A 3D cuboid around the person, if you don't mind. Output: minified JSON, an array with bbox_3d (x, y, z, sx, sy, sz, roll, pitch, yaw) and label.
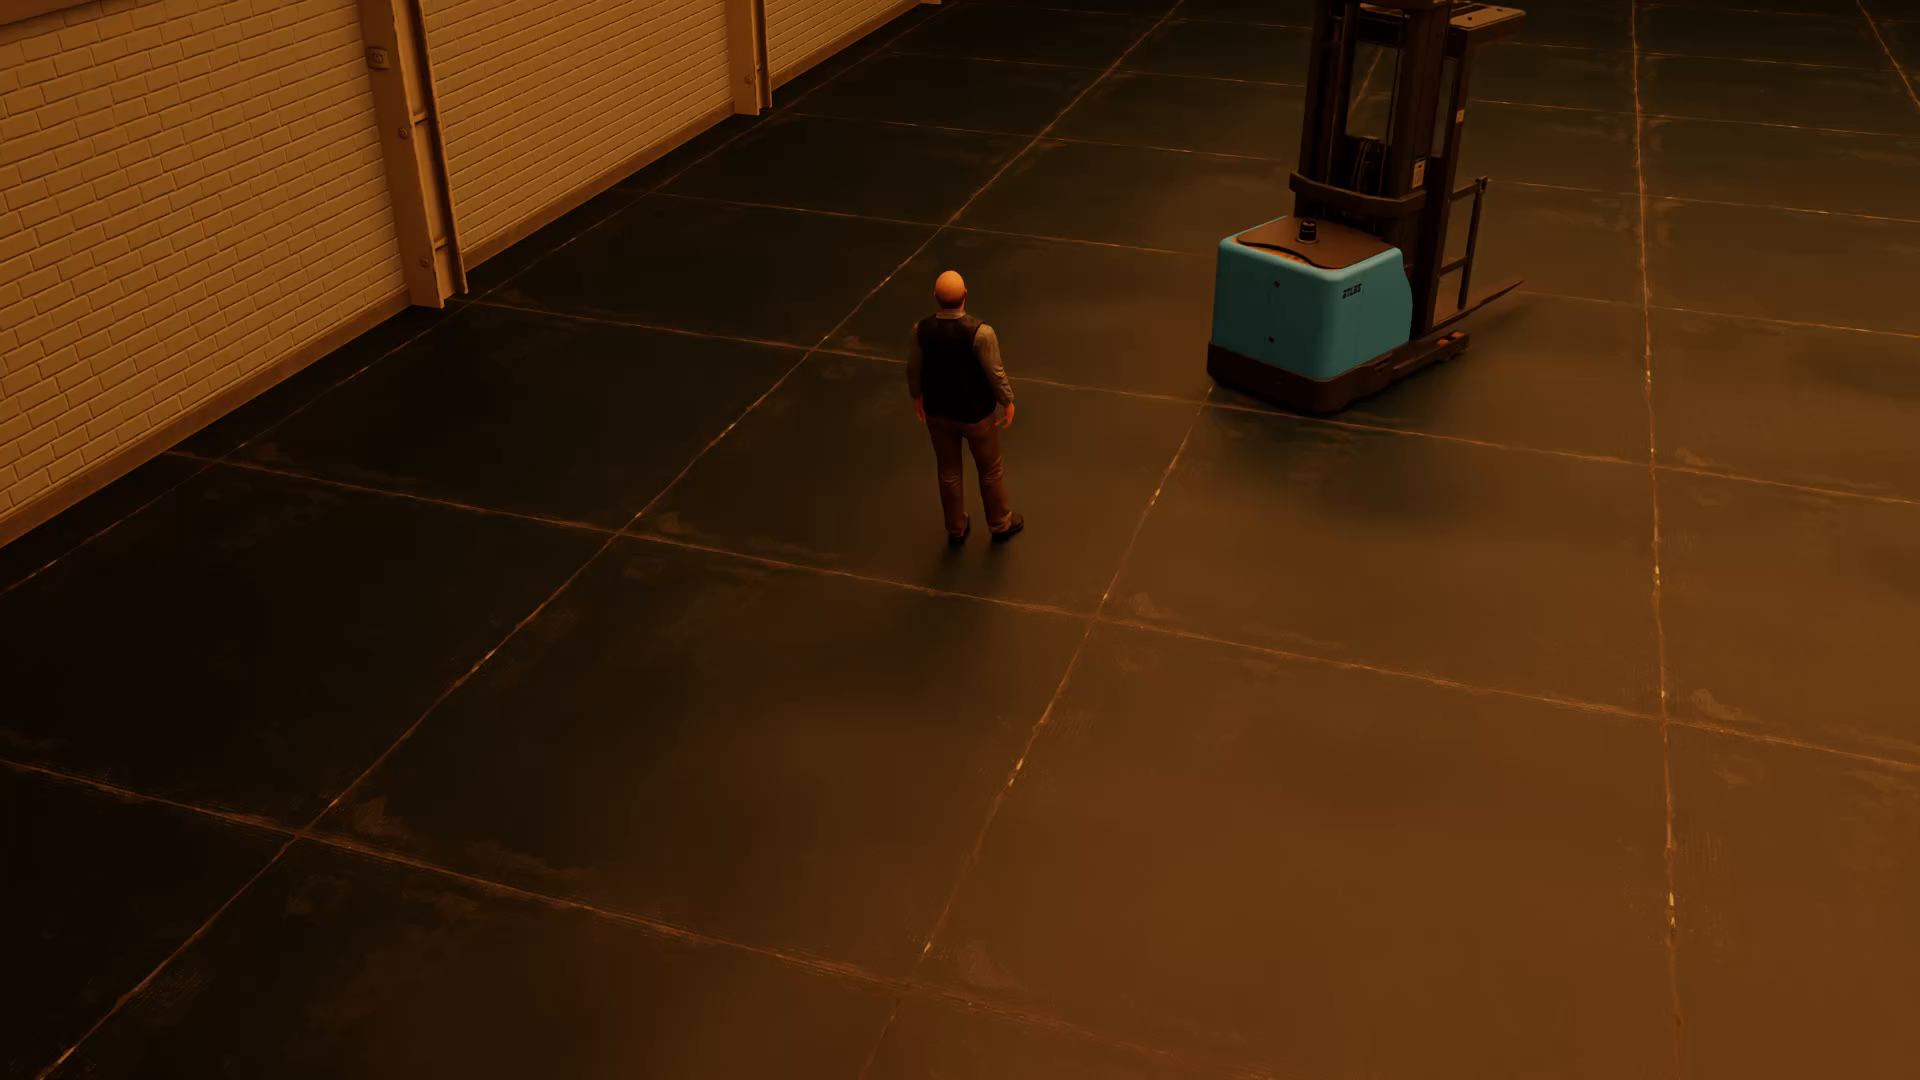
[{"bbox_3d":[0.027,-0.783,9.716,0.634,1.722,0.566,10,31,16],"label":"person"}]

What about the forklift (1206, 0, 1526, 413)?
[{"bbox_3d":[3.204,-2.773,12.001,3.031,2.935,1.130,-26,38,-37],"label":"forklift"}]
